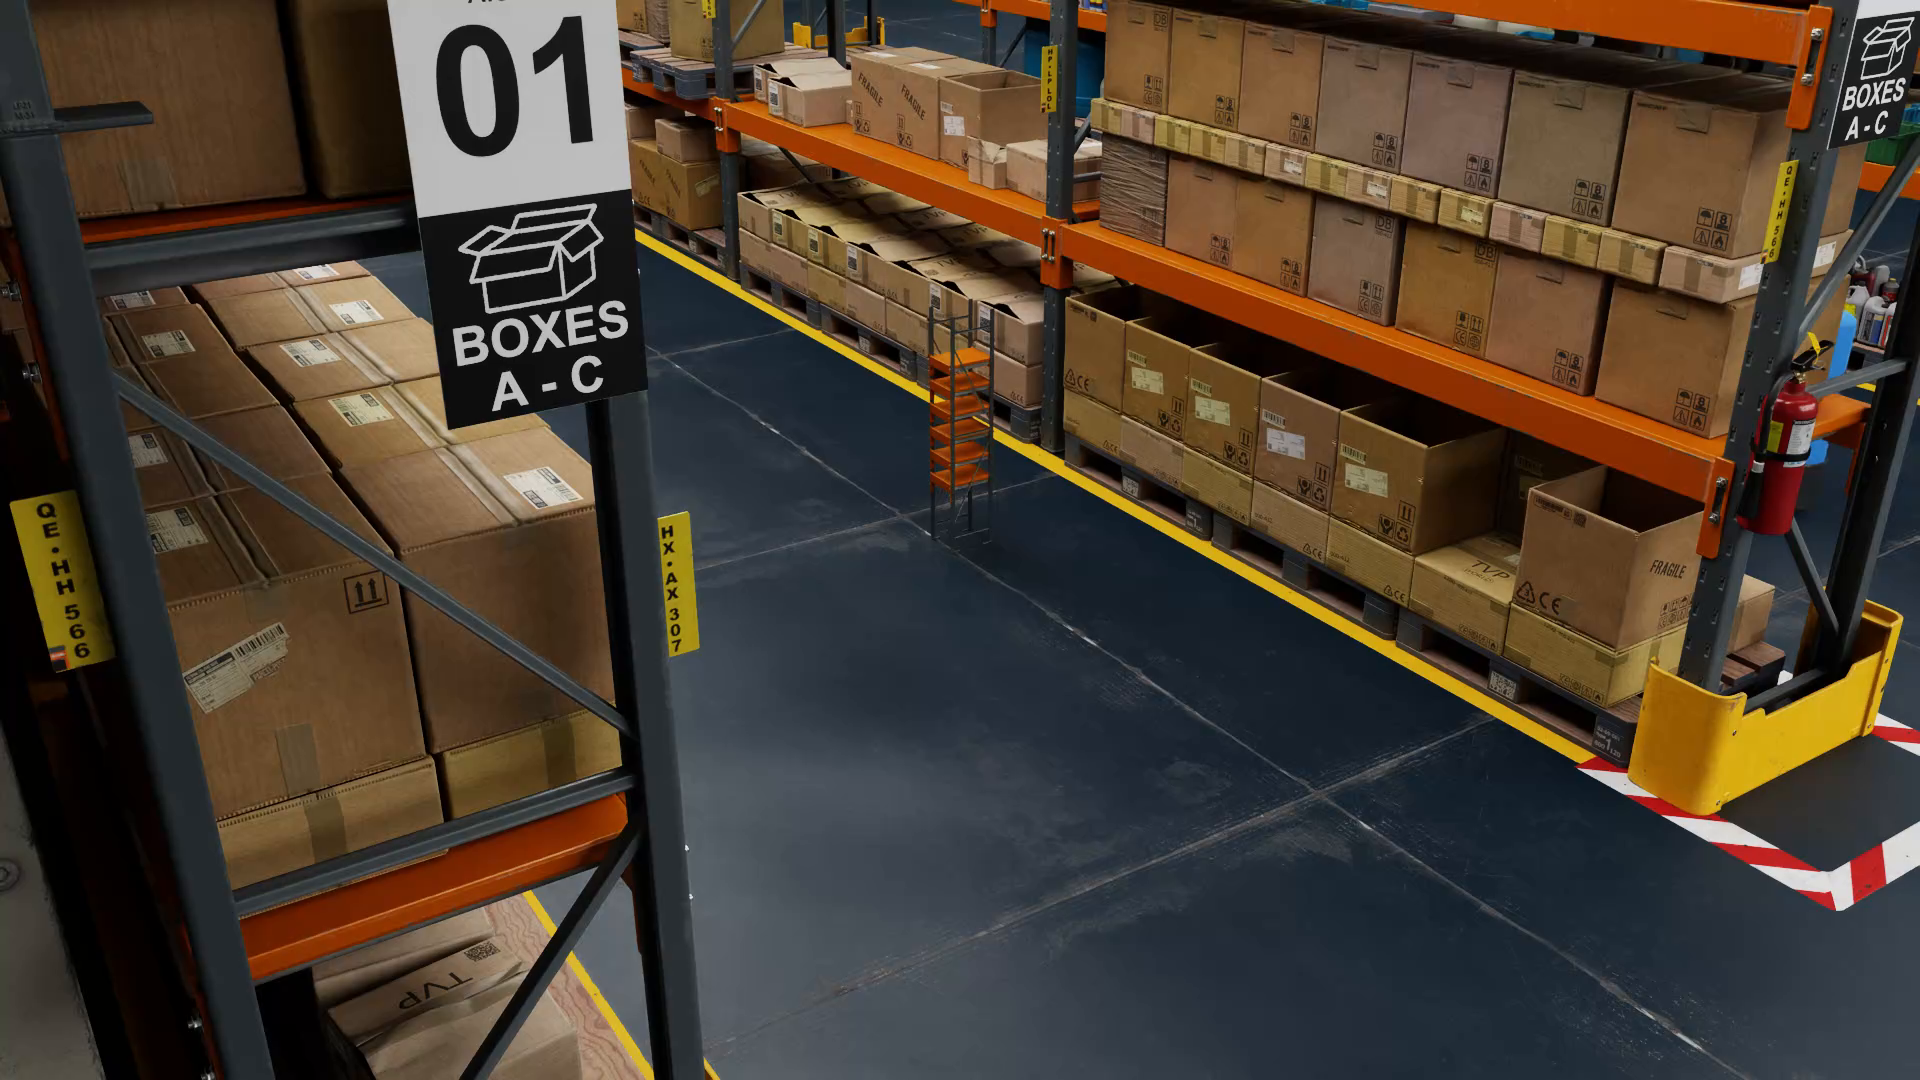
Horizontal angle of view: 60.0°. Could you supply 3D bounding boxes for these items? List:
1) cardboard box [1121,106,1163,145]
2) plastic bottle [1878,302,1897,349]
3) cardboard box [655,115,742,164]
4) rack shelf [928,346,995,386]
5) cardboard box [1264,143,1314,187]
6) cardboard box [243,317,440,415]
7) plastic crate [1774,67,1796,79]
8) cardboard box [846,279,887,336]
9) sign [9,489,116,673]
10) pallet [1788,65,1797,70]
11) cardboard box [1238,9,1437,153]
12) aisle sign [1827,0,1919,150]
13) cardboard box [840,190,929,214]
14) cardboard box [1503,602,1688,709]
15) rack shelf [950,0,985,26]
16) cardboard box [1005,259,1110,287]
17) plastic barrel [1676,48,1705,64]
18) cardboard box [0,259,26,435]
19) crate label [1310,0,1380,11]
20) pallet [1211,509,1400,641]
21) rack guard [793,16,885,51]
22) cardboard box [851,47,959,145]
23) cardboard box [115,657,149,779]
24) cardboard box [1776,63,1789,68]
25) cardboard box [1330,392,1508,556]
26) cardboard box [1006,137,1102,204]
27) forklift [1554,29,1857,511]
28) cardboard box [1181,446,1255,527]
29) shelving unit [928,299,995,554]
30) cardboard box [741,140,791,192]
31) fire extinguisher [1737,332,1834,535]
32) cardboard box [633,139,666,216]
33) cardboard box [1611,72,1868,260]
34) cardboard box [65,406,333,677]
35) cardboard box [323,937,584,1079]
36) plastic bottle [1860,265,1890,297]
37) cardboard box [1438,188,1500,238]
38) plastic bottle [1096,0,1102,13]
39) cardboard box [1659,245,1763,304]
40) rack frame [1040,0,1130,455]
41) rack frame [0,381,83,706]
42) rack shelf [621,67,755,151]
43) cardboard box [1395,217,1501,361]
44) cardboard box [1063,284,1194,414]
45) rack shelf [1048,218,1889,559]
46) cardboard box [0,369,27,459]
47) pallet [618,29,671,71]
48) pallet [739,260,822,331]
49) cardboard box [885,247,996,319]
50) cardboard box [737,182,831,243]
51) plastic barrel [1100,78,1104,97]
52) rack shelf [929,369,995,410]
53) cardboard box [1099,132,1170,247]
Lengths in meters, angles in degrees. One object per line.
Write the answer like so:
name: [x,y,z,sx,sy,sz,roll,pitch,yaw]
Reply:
cardboard box: [1.024,-2.077,8.259,0.380,0.149,0.250,-15,29,-29]
plastic bottle: [5.754,-1.310,10.187,0.152,0.276,0.135,-15,29,-29]
cardboard box: [-2.022,-3.107,12.852,0.500,0.250,0.500,-14,29,-28]
rack shelf: [0.008,-0.823,7.848,0.258,0.103,0.180,-16,29,-30]
cardboard box: [1.594,-1.707,7.475,0.380,0.149,0.250,-17,30,-31]
cardboard box: [-1.609,-0.270,4.581,0.500,0.500,0.500,-17,30,-31]
plastic crate: [5.234,-2.878,10.905,0.767,0.338,0.504,-16,29,-30]
cardboard box: [-0.397,-1.543,10.735,0.500,0.250,0.500,-15,29,-29]
sign: [-1.538,0.073,2.856,0.100,0.325,0.005,-16,29,-30]
pallet: [10.807,-5.846,20.387,1.003,0.211,1.213,-16,29,-30]
cardboard box: [1.700,-2.084,7.515,0.700,0.500,0.500,-16,29,-30]
aisle sign: [2.876,-1.623,5.128,0.394,0.787,0.004,-16,29,-30]
cardboard box: [-0.499,-2.286,11.651,0.500,0.311,0.500,-16,30,-30]
cardboard box: [2.546,0.392,6.636,0.500,0.250,0.500,-16,29,-30]
rack shelf: [-0.404,-6.374,19.081,1.077,0.370,4.000,-16,29,-30]
cardboard box: [0.617,-1.556,10.104,0.500,0.311,0.500,-16,30,-30]
plastic barrel: [5.098,-3.558,11.686,0.600,0.901,0.708,-16,29,-30]
cardboard box: [-2.885,-0.691,5.475,0.500,0.500,0.500,-16,29,-30]
crate label: [3.187,-4.151,13.488,0.502,0.435,0.616,-16,29,-30]
pallet: [1.972,0.022,7.955,1.003,0.211,1.213,-16,29,-30]
rack guard: [-1.520,-6.290,20.988,1.175,0.500,0.348,-16,29,-30]
cardboard box: [-0.351,-2.849,10.654,0.500,0.500,0.500,-17,30,-32]
cardboard box: [-1.771,0.370,4.104,0.500,0.250,0.500,-15,29,-28]
cardboard box: [7.710,-4.695,16.217,0.500,0.250,0.500,-12,28,-24]
cardboard box: [1.986,-0.301,7.225,0.500,0.500,0.500,-16,29,-30]
cardboard box: [0.597,-2.068,9.292,0.500,0.250,0.500,-14,28,-26]
forklift: [3.425,-1.975,9.001,1.130,2.935,3.031,-8,27,-17]
cardboard box: [1.439,-0.319,8.142,0.500,0.250,0.500,-16,29,-30]
shelving unit: [0.008,-0.537,7.983,0.258,1.200,0.189,-16,29,-30]
cardboard box: [-1.580,-2.884,13.259,0.500,0.500,0.500,-17,30,-31]
fire extinguisher: [2.762,-0.353,5.575,0.296,0.674,0.183,-16,29,-30]
cardboard box: [-2.270,-2.934,13.364,0.500,0.500,0.500,-17,30,-31]
cardboard box: [2.813,-1.360,5.980,0.700,0.500,0.500,-15,29,-29]
cardboard box: [-1.764,0.035,3.936,0.500,0.500,0.500,-15,29,-29]
cardboard box: [-1.364,1.365,4.478,0.500,0.311,0.500,-19,32,-35]
plastic bottle: [6.015,-1.683,10.978,0.152,0.276,0.135,-15,29,-29]
cardboard box: [2.155,-1.339,6.695,0.380,0.149,0.250,-15,29,-28]
plastic bottle: [1.347,-5.175,15.848,0.097,0.271,0.097,0,25,0]
cardboard box: [2.718,-0.970,5.913,0.380,0.149,0.250,-16,30,-30]
rack frame: [0.903,-1.970,8.908,1.000,3.000,0.127,-16,29,-30]
rack frame: [-3.246,-0.814,6.460,1.000,3.000,0.127,-16,29,-30]
rack shelf: [-2.373,-3.790,13.608,1.077,0.370,4.000,-16,29,-30]
cardboard box: [2.285,-1.120,6.991,0.700,0.500,0.500,-15,29,-29]
cardboard box: [0.894,-1.016,8.740,0.500,0.500,0.500,-16,29,-30]
rack shelf: [1.995,-0.929,7.547,1.077,0.370,4.000,-16,29,-30]
cardboard box: [-3.169,-0.537,6.026,0.500,0.250,0.500,-15,29,-29]
pallet: [-2.346,-4.008,13.451,1.003,0.211,1.213,-16,29,-30]
pallet: [-0.864,-1.836,11.891,1.003,0.211,1.213,-16,29,-30]
cardboard box: [-0.118,-1.611,10.222,0.500,0.311,0.500,-16,29,-30]
cardboard box: [-1.241,-2.345,11.775,0.500,0.311,0.500,-14,29,-28]
plastic barrel: [1.590,-4.374,16.425,0.421,0.512,0.421,0,25,0]
rack shelf: [0.008,-0.714,7.899,0.258,0.103,0.180,-16,29,-30]
cardboard box: [1.150,-1.858,8.554,0.700,0.500,0.500,-16,30,-31]
